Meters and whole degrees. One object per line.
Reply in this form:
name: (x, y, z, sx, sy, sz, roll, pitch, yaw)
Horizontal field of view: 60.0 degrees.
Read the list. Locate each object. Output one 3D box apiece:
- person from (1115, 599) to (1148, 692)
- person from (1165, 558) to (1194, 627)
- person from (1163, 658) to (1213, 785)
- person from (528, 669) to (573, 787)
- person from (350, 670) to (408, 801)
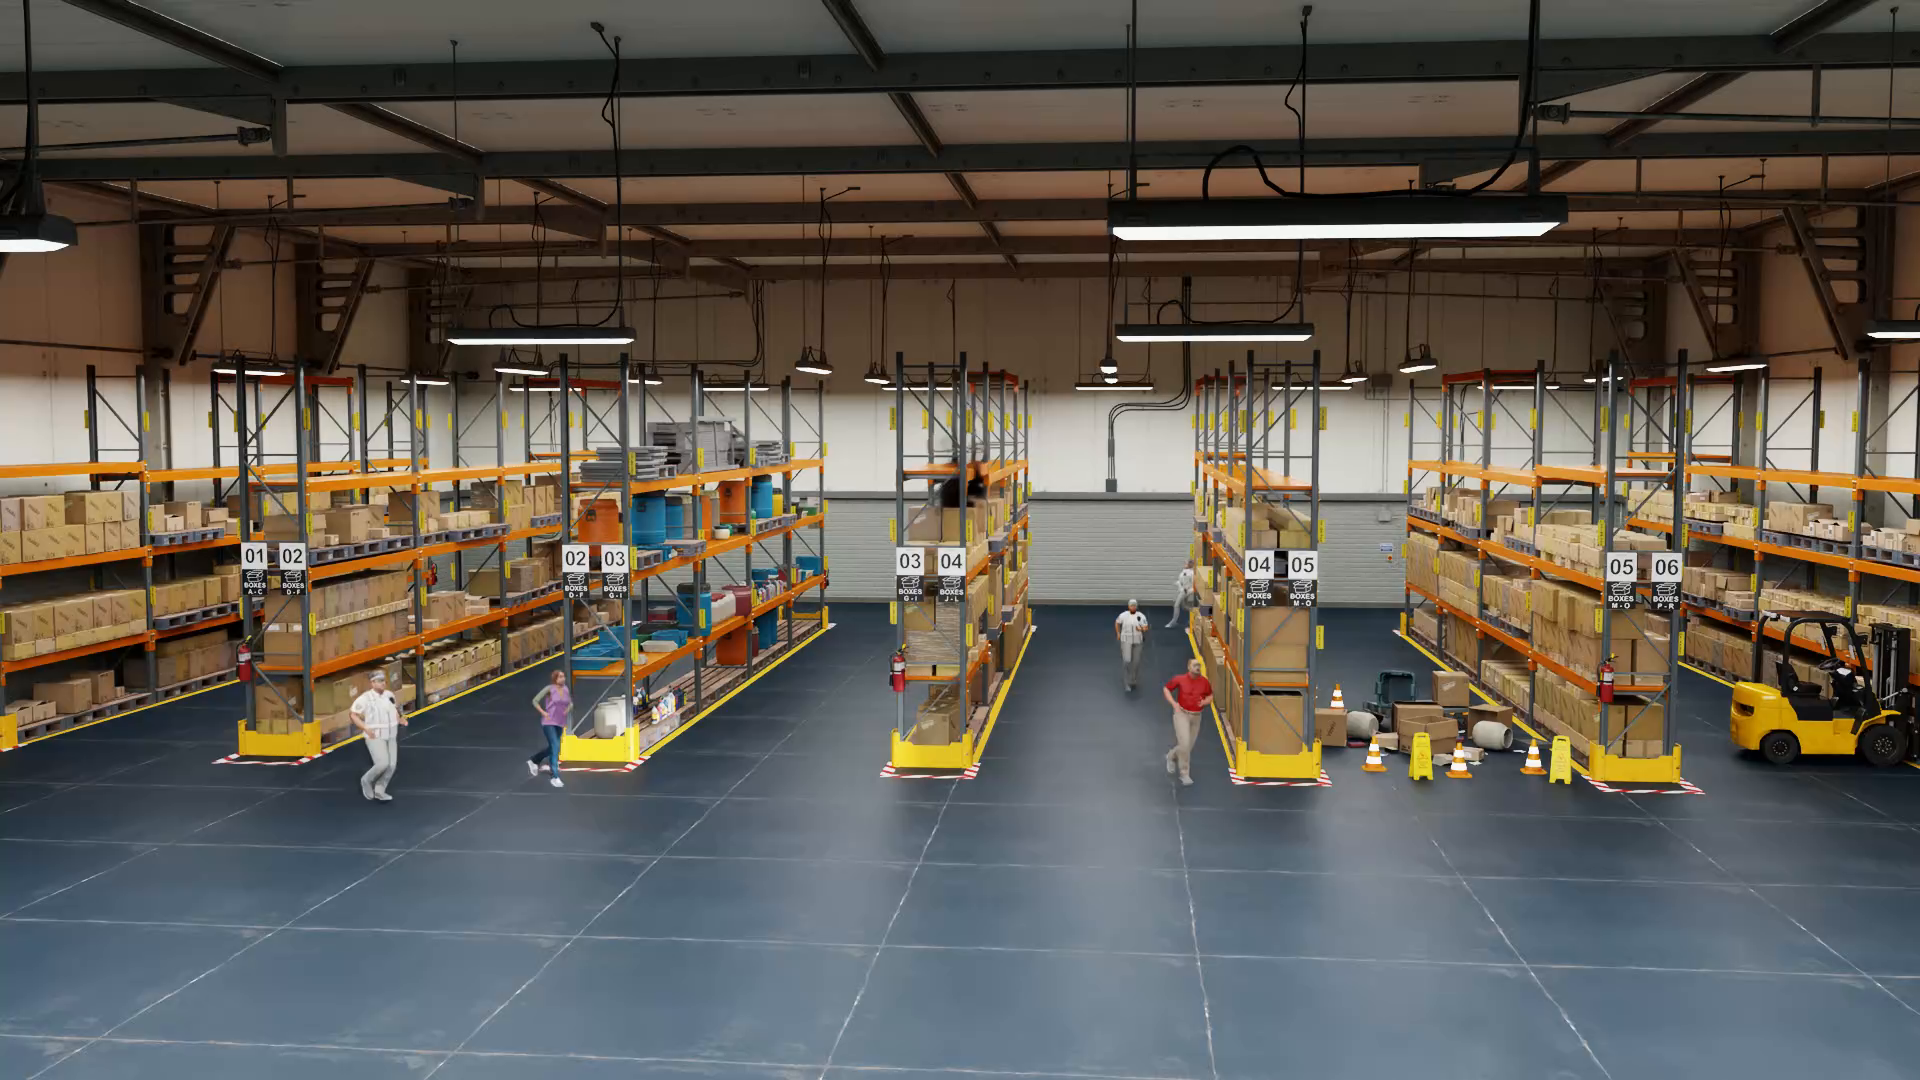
person: (3.219, 1.961, 31.139, 0.581, 1.727, 0.771, 0, 4, -3)
person: (5.444, 1.281, 40.479, 0.853, 1.679, 0.674, -1, 4, -9)
person: (3.224, 2.512, 23.344, 0.698, 1.720, 0.893, -1, 4, -18)
person: (-5.665, 2.592, 23.166, 0.795, 1.594, 0.574, 3, 5, 40)
person: (-7.595, 2.572, 21.875, 0.605, 1.736, 0.645, 3, 5, 32)
